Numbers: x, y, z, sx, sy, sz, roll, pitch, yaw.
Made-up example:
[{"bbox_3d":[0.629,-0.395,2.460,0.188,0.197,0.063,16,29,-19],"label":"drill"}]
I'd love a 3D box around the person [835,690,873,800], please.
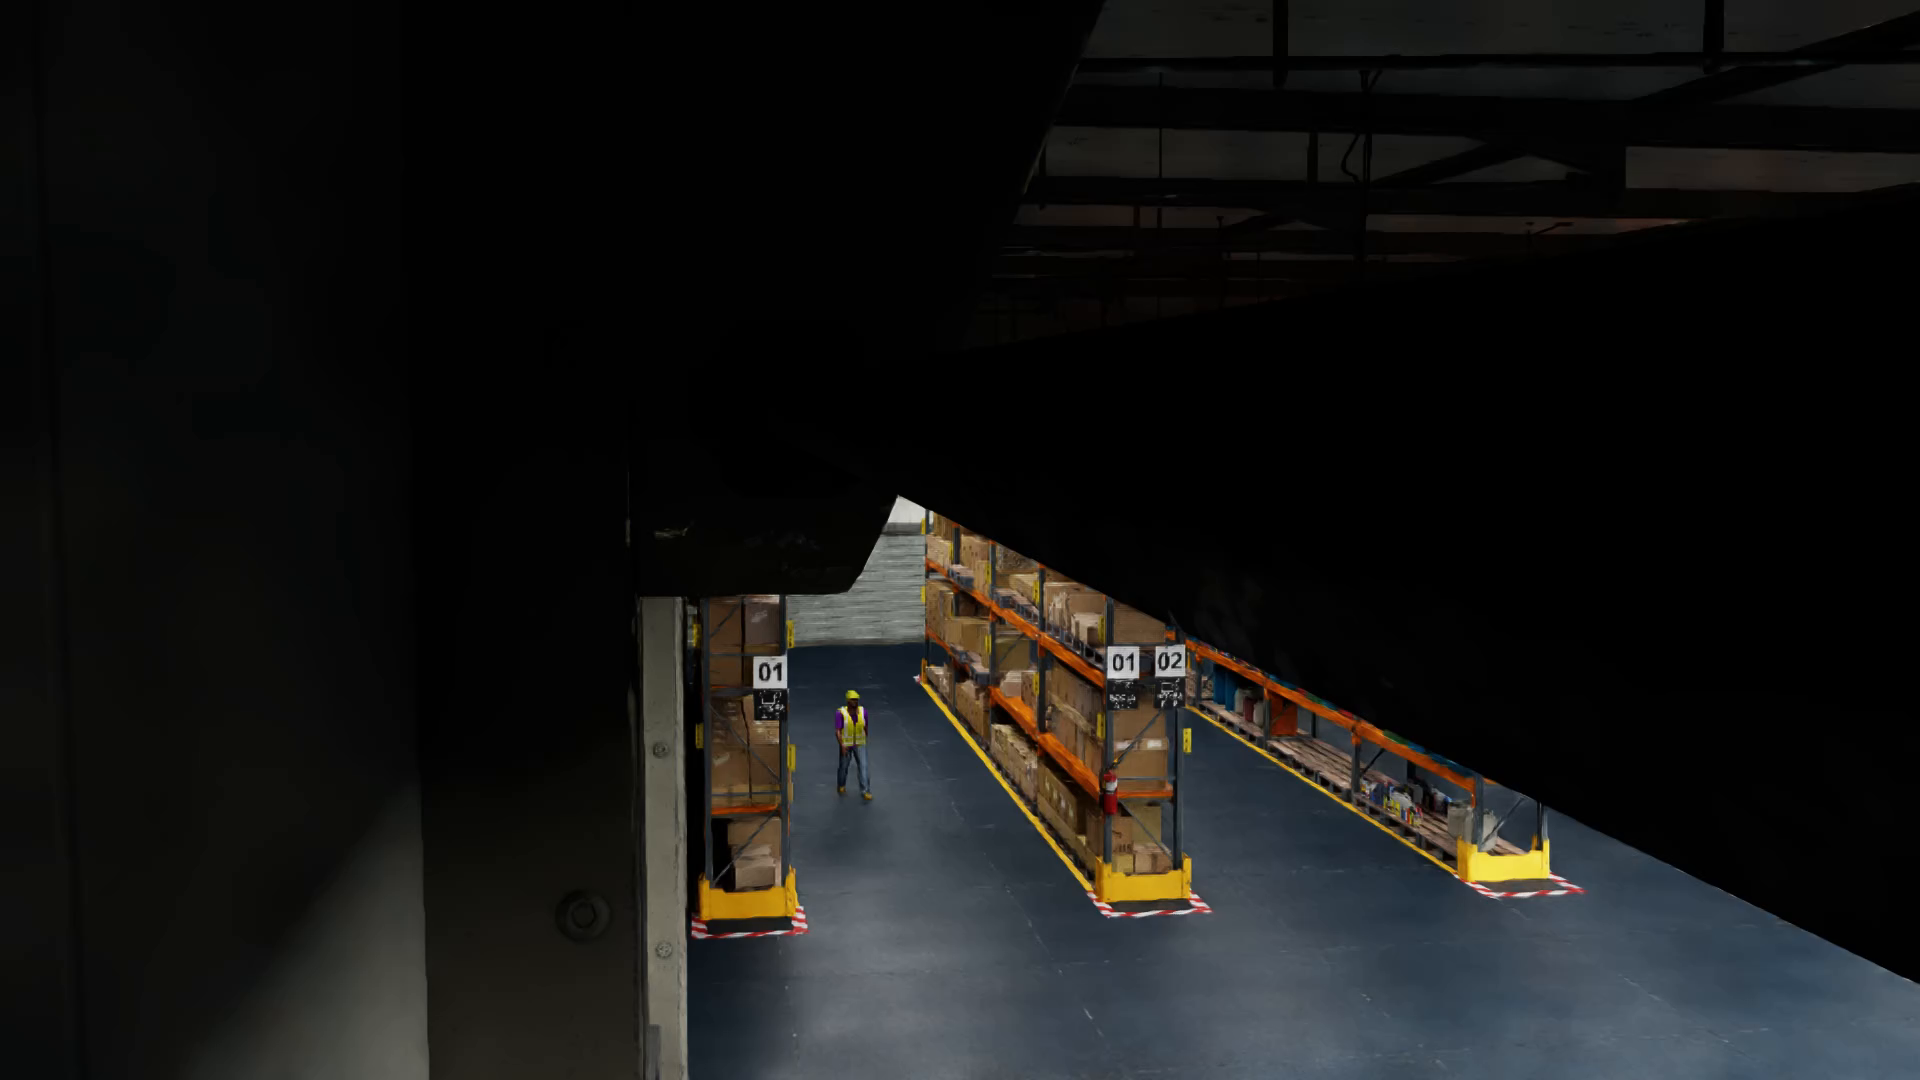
[{"bbox_3d":[-1.689,3.182,26.007,0.569,1.709,1.034,-2,5,-18],"label":"person"}]
